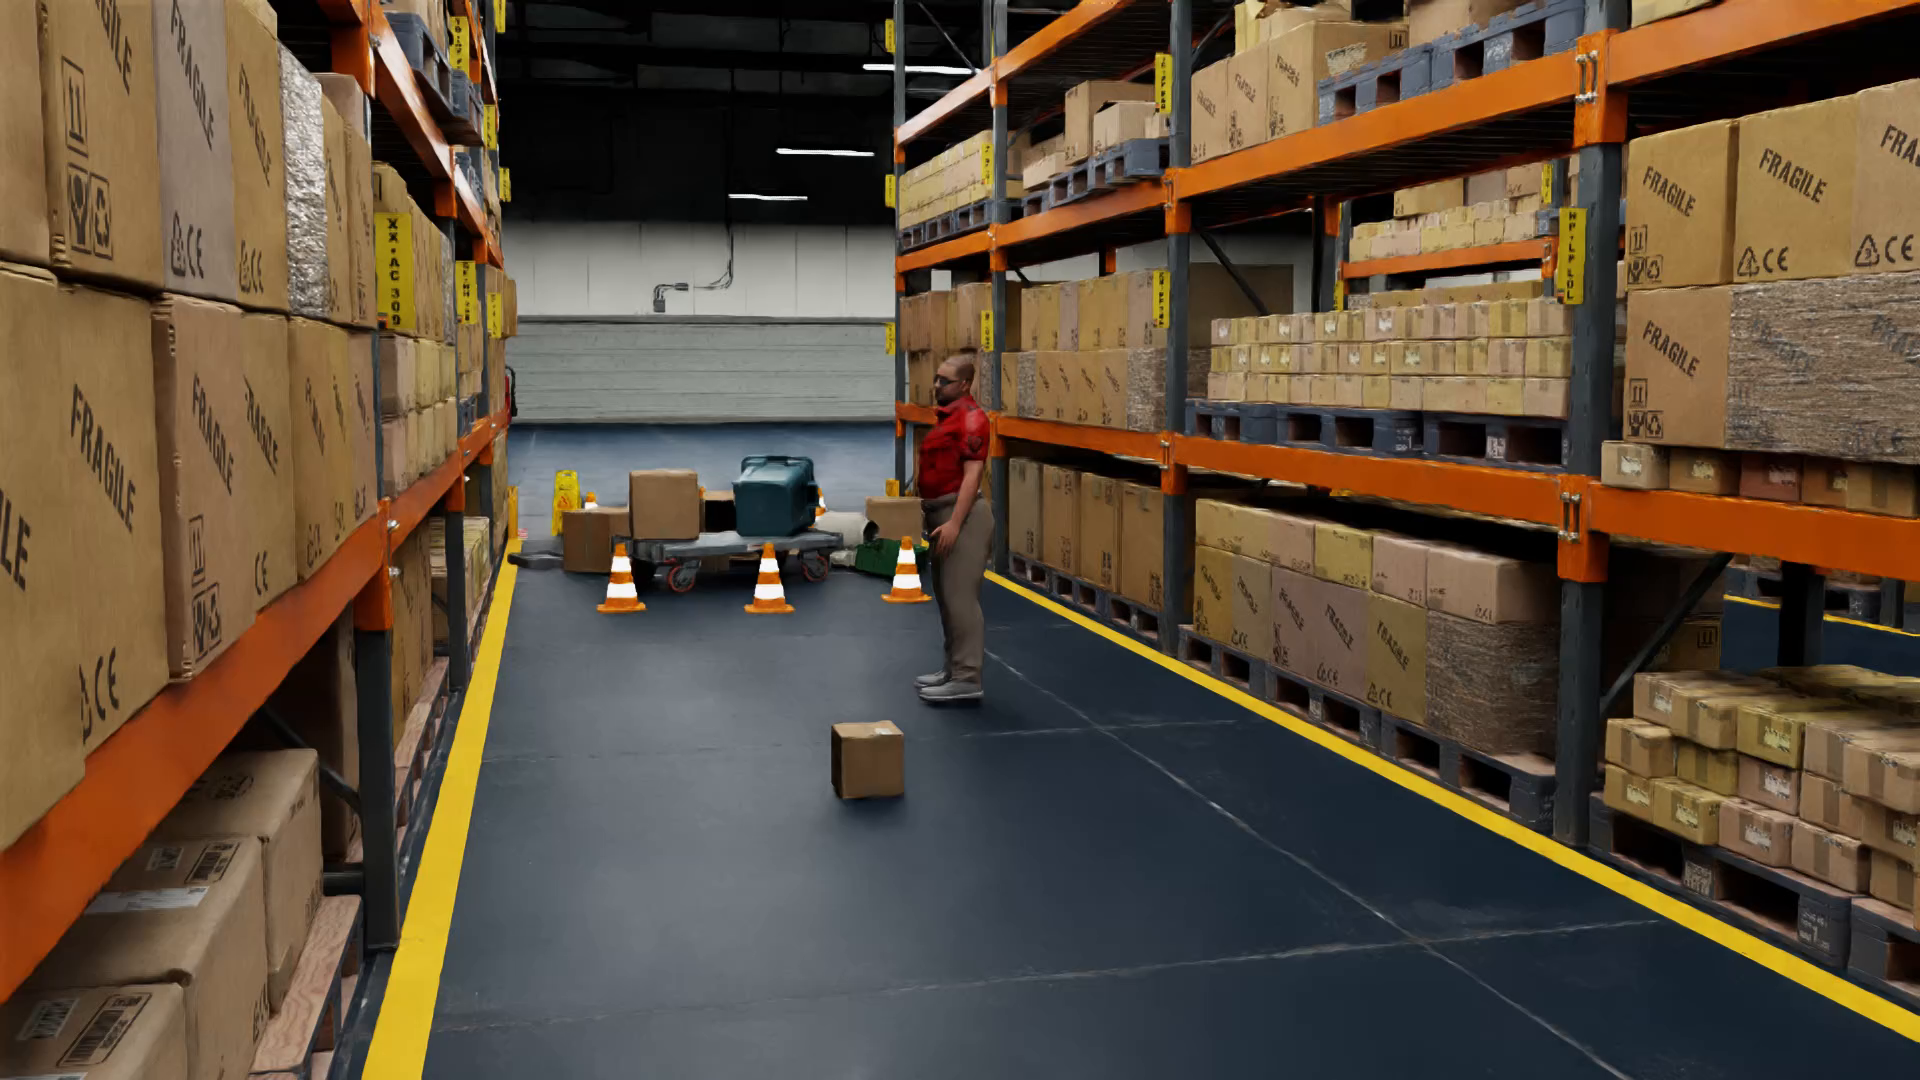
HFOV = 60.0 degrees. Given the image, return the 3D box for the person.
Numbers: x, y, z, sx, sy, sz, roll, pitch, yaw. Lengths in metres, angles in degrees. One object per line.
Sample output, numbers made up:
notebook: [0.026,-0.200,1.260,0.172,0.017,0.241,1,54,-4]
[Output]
person: [-0.052,-0.064,8.434,0.377,1.734,0.570,-2,6,-16]
